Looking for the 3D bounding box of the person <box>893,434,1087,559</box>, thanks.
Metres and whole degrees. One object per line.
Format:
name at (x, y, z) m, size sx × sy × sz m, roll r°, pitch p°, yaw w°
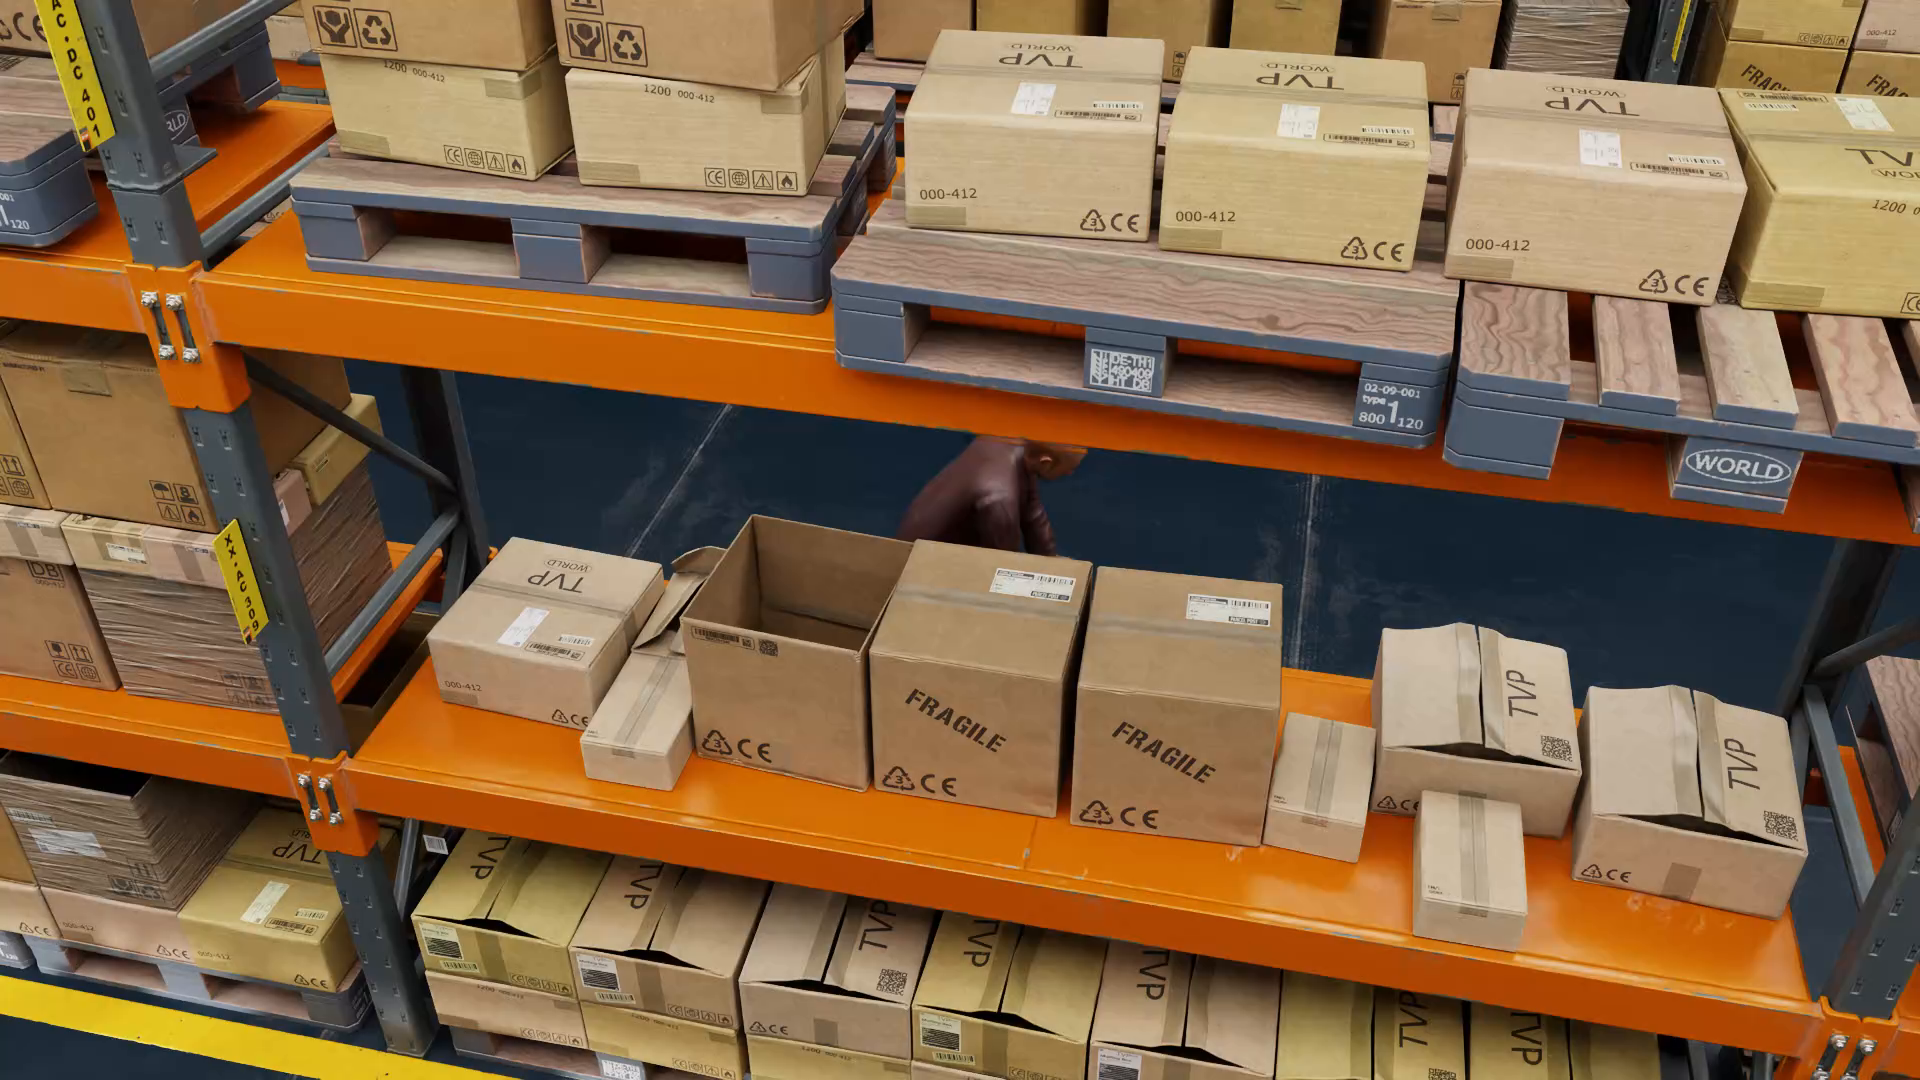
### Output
person at (0.091, 0.108, 6.341) m, size 0.734 × 1.395 × 0.633 m, roll 8°, pitch 37°, yaw 10°
